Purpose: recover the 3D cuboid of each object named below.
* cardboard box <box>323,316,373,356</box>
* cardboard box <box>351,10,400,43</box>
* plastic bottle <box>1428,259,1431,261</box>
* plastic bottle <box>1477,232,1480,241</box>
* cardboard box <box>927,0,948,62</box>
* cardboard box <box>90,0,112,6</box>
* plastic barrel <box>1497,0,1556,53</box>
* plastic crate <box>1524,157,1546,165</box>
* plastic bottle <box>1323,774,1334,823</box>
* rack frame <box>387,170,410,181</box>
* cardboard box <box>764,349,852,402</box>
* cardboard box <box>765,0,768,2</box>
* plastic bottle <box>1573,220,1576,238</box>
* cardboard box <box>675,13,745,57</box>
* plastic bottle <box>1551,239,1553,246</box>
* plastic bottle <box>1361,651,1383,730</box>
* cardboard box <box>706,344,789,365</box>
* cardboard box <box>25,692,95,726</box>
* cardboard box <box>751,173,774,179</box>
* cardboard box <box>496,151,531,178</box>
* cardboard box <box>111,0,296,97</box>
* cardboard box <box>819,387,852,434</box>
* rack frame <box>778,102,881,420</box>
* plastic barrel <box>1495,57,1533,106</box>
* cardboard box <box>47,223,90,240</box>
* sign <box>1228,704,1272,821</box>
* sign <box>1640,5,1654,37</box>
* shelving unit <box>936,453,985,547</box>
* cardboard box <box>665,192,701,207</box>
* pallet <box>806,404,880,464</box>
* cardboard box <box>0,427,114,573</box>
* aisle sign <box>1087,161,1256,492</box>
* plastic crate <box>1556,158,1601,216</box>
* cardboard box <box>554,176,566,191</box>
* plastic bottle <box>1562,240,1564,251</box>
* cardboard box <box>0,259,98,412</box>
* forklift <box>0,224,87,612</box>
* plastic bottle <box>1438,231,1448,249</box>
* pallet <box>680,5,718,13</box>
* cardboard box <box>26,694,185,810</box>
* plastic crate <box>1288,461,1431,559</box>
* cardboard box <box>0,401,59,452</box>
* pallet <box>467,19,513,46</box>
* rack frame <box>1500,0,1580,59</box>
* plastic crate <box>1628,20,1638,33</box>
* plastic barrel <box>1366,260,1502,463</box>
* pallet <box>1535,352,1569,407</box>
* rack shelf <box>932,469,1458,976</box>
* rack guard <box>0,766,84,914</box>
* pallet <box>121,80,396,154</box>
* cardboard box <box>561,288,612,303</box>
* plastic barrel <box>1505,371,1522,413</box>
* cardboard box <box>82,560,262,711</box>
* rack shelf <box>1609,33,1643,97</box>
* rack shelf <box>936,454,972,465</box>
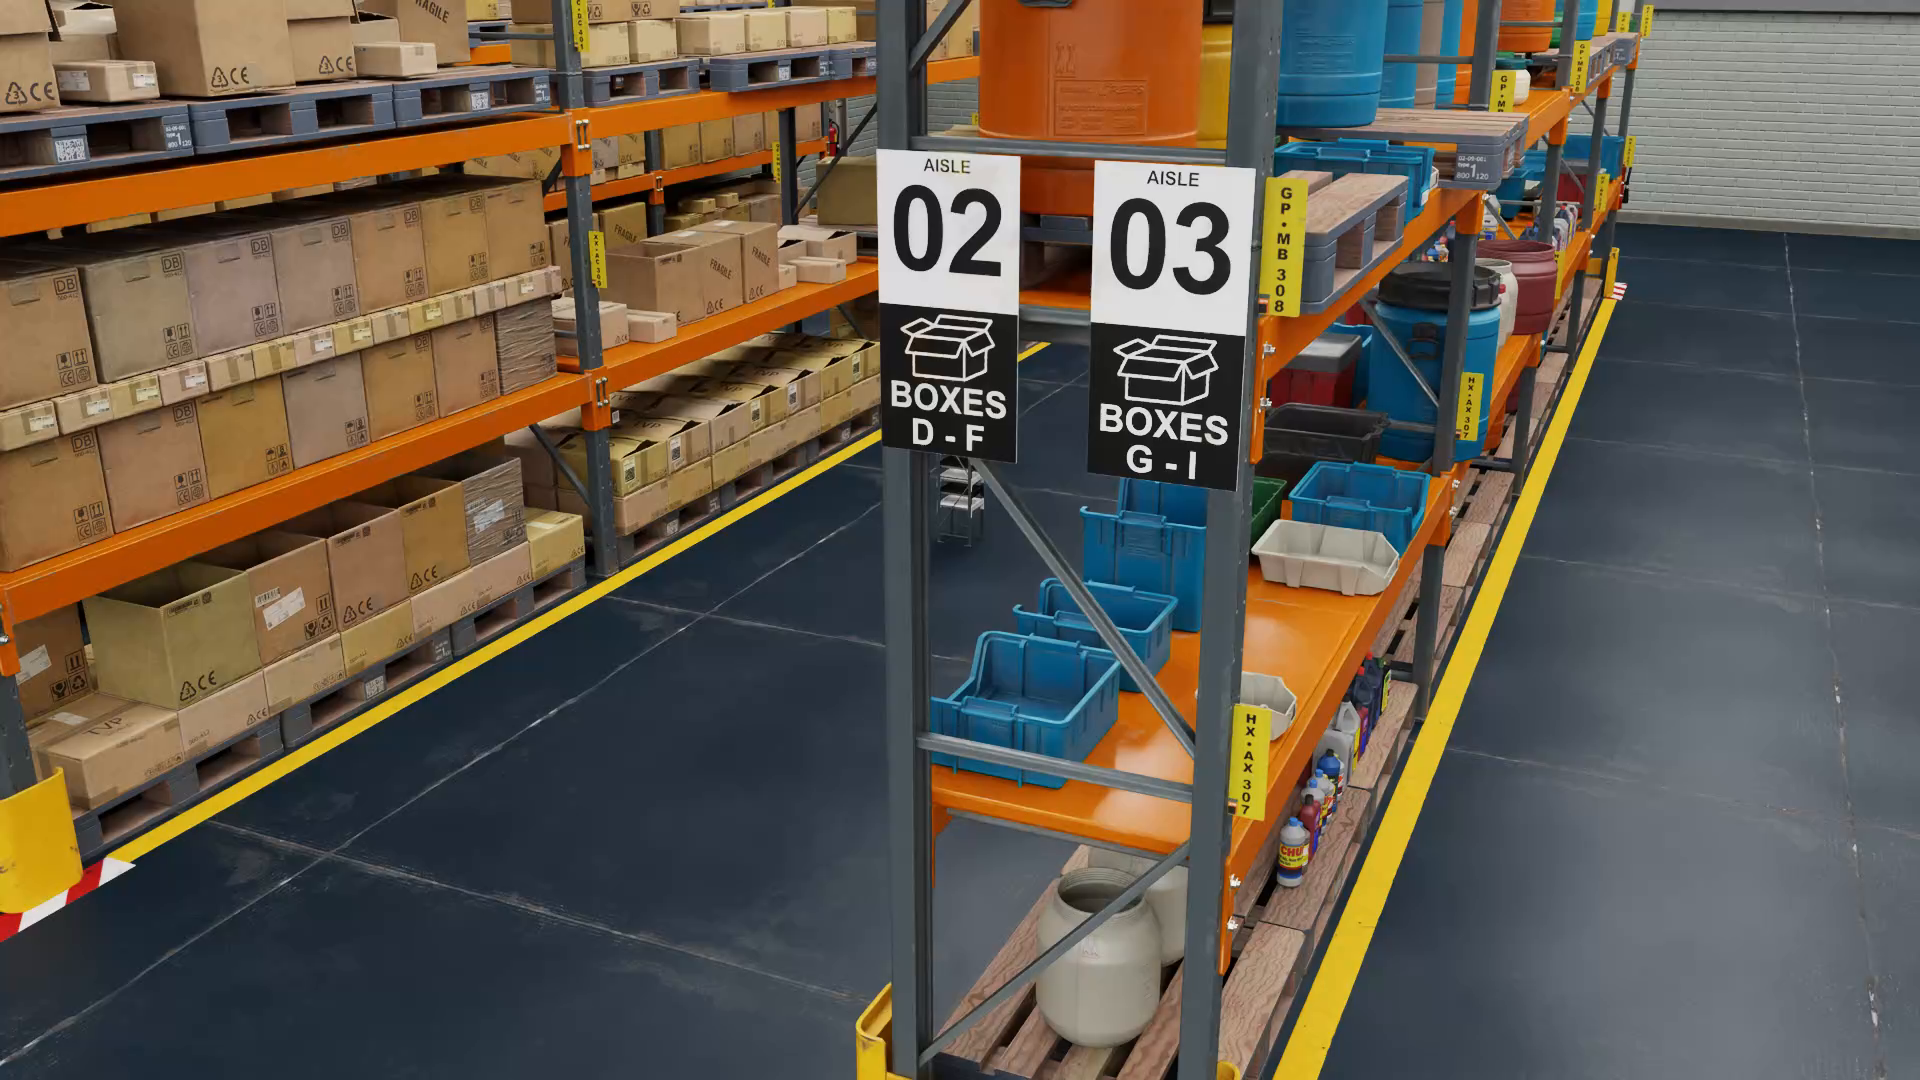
[{"bbox_3d":[-3.154,-1.029,8.268,0.380,0.149,0.250,9,22,24],"label":"cardboard box"},{"bbox_3d":[-3.279,-2.611,8.654,0.500,0.311,0.500,7,21,20],"label":"cardboard box"},{"bbox_3d":[3.479,-1.992,12.391,0.097,0.201,0.097,0,20,0],"label":"plastic bottle"},{"bbox_3d":[4.150,-2.408,13.456,0.097,0.271,0.097,0,20,0],"label":"plastic bottle"},{"bbox_3d":[-0.616,-4.235,13.776,0.910,0.500,0.500,9,21,23],"label":"cardboard box"},{"bbox_3d":[-6.330,-4.128,12.848,0.500,0.500,0.500,8,21,21],"label":"cardboard box"},{"bbox_3d":[3.780,-3.787,11.396,0.600,0.830,0.708,9,21,23],"label":"plastic barrel"},{"bbox_3d":[6.149,-3.964,17.798,0.416,0.233,0.300,9,21,23],"label":"plastic crate"},{"bbox_3d":[1.517,1.079,6.977,0.097,0.201,0.097,0,20,0],"label":"plastic bottle"},{"bbox_3d":[-5.494,-3.160,15.377,1.000,3.000,0.127,9,21,23],"label":"rack frame"},{"bbox_3d":[-1.170,-1.294,12.771,0.500,0.311,0.500,8,21,22],"label":"cardboard box"},{"bbox_3d":[-2.488,-6.773,20.509,0.500,0.250,0.500,8,21,21],"label":"cardboard box"},{"bbox_3d":[5.293,-2.726,14.452,0.097,0.201,0.097,0,20,0],"label":"plastic bottle"},{"bbox_3d":[-1.772,-3.375,11.103,0.500,0.250,0.500,7,21,18],"label":"cardboard box"},{"bbox_3d":[4.531,-2.180,12.797,0.061,0.283,0.133,9,21,23],"label":"plastic bottle"},{"bbox_3d":[1.906,0.700,7.822,0.144,0.351,0.185,8,21,21],"label":"plastic bottle"},{"bbox_3d":[-1.663,-1.366,12.974,0.500,0.311,0.500,8,21,21],"label":"cardboard box"},{"bbox_3d":[-4.299,0.858,7.558,0.500,0.250,0.500,9,21,23],"label":"cardboard box"},{"bbox_3d":[-2.545,-4.769,22.038,0.380,0.149,0.250,9,21,23],"label":"cardboard box"},{"bbox_3d":[-4.634,-3.780,16.499,0.500,0.500,0.500,8,21,22],"label":"cardboard box"},{"bbox_3d":[-3.320,-2.230,7.301,0.500,0.500,0.500,9,21,23],"label":"cardboard box"},{"bbox_3d":[-1.174,-1.031,12.869,0.500,0.250,0.500,8,21,22],"label":"cardboard box"},{"bbox_3d":[-0.973,-2.481,13.469,1.000,3.000,0.127,9,21,23],"label":"rack frame"},{"bbox_3d":[3.237,-2.728,9.892,0.301,0.262,0.301,0,20,0],"label":"plastic barrel"},{"bbox_3d":[-6.892,-2.342,12.273,0.700,0.500,0.500,9,21,23],"label":"cardboard box"},{"bbox_3d":[0.769,0.592,4.416,0.100,0.325,0.005,9,21,23],"label":"sign"},{"bbox_3d":[7.329,-5.539,17.748,0.100,0.325,0.005,9,21,23],"label":"sign"},{"bbox_3d":[0.003,-0.426,10.825,0.258,0.900,0.210,9,21,23],"label":"shelving unit"},{"bbox_3d":[-3.375,-4.148,20.291,0.380,0.149,0.250,8,21,21],"label":"cardboard box"},{"bbox_3d":[-1.346,-0.921,13.244,1.003,0.211,1.213,9,21,23],"label":"pallet"},{"bbox_3d":[-4.046,-0.224,6.972,0.700,0.500,0.500,9,21,23],"label":"cardboard box"},{"bbox_3d":[0.506,-0.517,4.068,0.394,0.787,0.004,9,21,23],"label":"aisle sign"},{"bbox_3d":[5.777,-3.320,15.643,0.402,0.464,0.583,9,21,23],"label":"plastic crate"},{"bbox_3d":[-4.296,-3.749,17.379,0.380,0.149,0.250,8,21,21],"label":"cardboard box"},{"bbox_3d":[4.882,-2.419,13.589,0.097,0.201,0.097,0,20,0],"label":"plastic bottle"},{"bbox_3d":[-4.025,-0.851,6.800,0.700,0.500,0.500,9,21,23],"label":"cardboard box"},{"bbox_3d":[-5.292,-1.177,9.905,1.130,2.935,3.031,8,21,22],"label":"forklift"},{"bbox_3d":[3.789,-2.277,13.069,0.061,0.283,0.133,9,21,23],"label":"plastic bottle"},{"bbox_3d":[-3.511,-6.003,19.027,1.003,0.211,1.213,9,21,23],"label":"pallet"},{"bbox_3d":[-3.827,0.929,7.358,0.500,0.250,0.500,9,21,23],"label":"cardboard box"},{"bbox_3d":[1.701,-0.132,7.085,0.499,0.251,0.616,9,21,23],"label":"plastic crate"},{"bbox_3d":[-3.892,-0.479,6.721,0.380,0.149,0.250,8,21,22],"label":"cardboard box"},{"bbox_3d":[-4.823,-5.030,16.442,1.003,0.211,1.213,10,22,25],"label":"pallet"},{"bbox_3d":[3.544,-4.627,10.549,1.000,3.000,0.127,9,21,23],"label":"rack frame"},{"bbox_3d":[6.677,-5.219,17.006,0.450,0.188,0.336,9,21,23],"label":"plastic crate"},{"bbox_3d":[2.341,-0.890,8.248,0.600,0.901,0.708,9,21,23],"label":"plastic barrel"},{"bbox_3d":[4.828,-1.479,14.813,1.003,0.211,1.213,9,21,23],"label":"pallet"},{"bbox_3d":[1.087,0.373,6.518,1.077,0.370,4.000,9,21,23],"label":"rack shelf"},{"bbox_3d":[-4.259,1.149,6.991,1.175,0.500,0.348,9,21,23],"label":"rack guard"},{"bbox_3d":[-3.438,-1.994,7.755,1.003,0.211,1.213,9,21,23],"label":"pallet"},{"bbox_3d":[-2.419,-1.489,10.880,0.396,0.266,0.258,8,21,21],"label":"cardboard box"},{"bbox_3d":[4.192,-1.359,13.286,0.600,0.588,0.708,9,21,23],"label":"plastic barrel"},{"bbox_3d":[-3.624,0.422,7.663,0.500,0.500,0.500,9,21,23],"label":"cardboard box"},{"bbox_3d":[6.001,-4.709,16.330,1.077,0.370,4.000,9,21,23],"label":"rack shelf"},{"bbox_3d":[0.003,-0.565,10.776,0.258,0.077,0.200,9,21,23],"label":"rack shelf"}]
